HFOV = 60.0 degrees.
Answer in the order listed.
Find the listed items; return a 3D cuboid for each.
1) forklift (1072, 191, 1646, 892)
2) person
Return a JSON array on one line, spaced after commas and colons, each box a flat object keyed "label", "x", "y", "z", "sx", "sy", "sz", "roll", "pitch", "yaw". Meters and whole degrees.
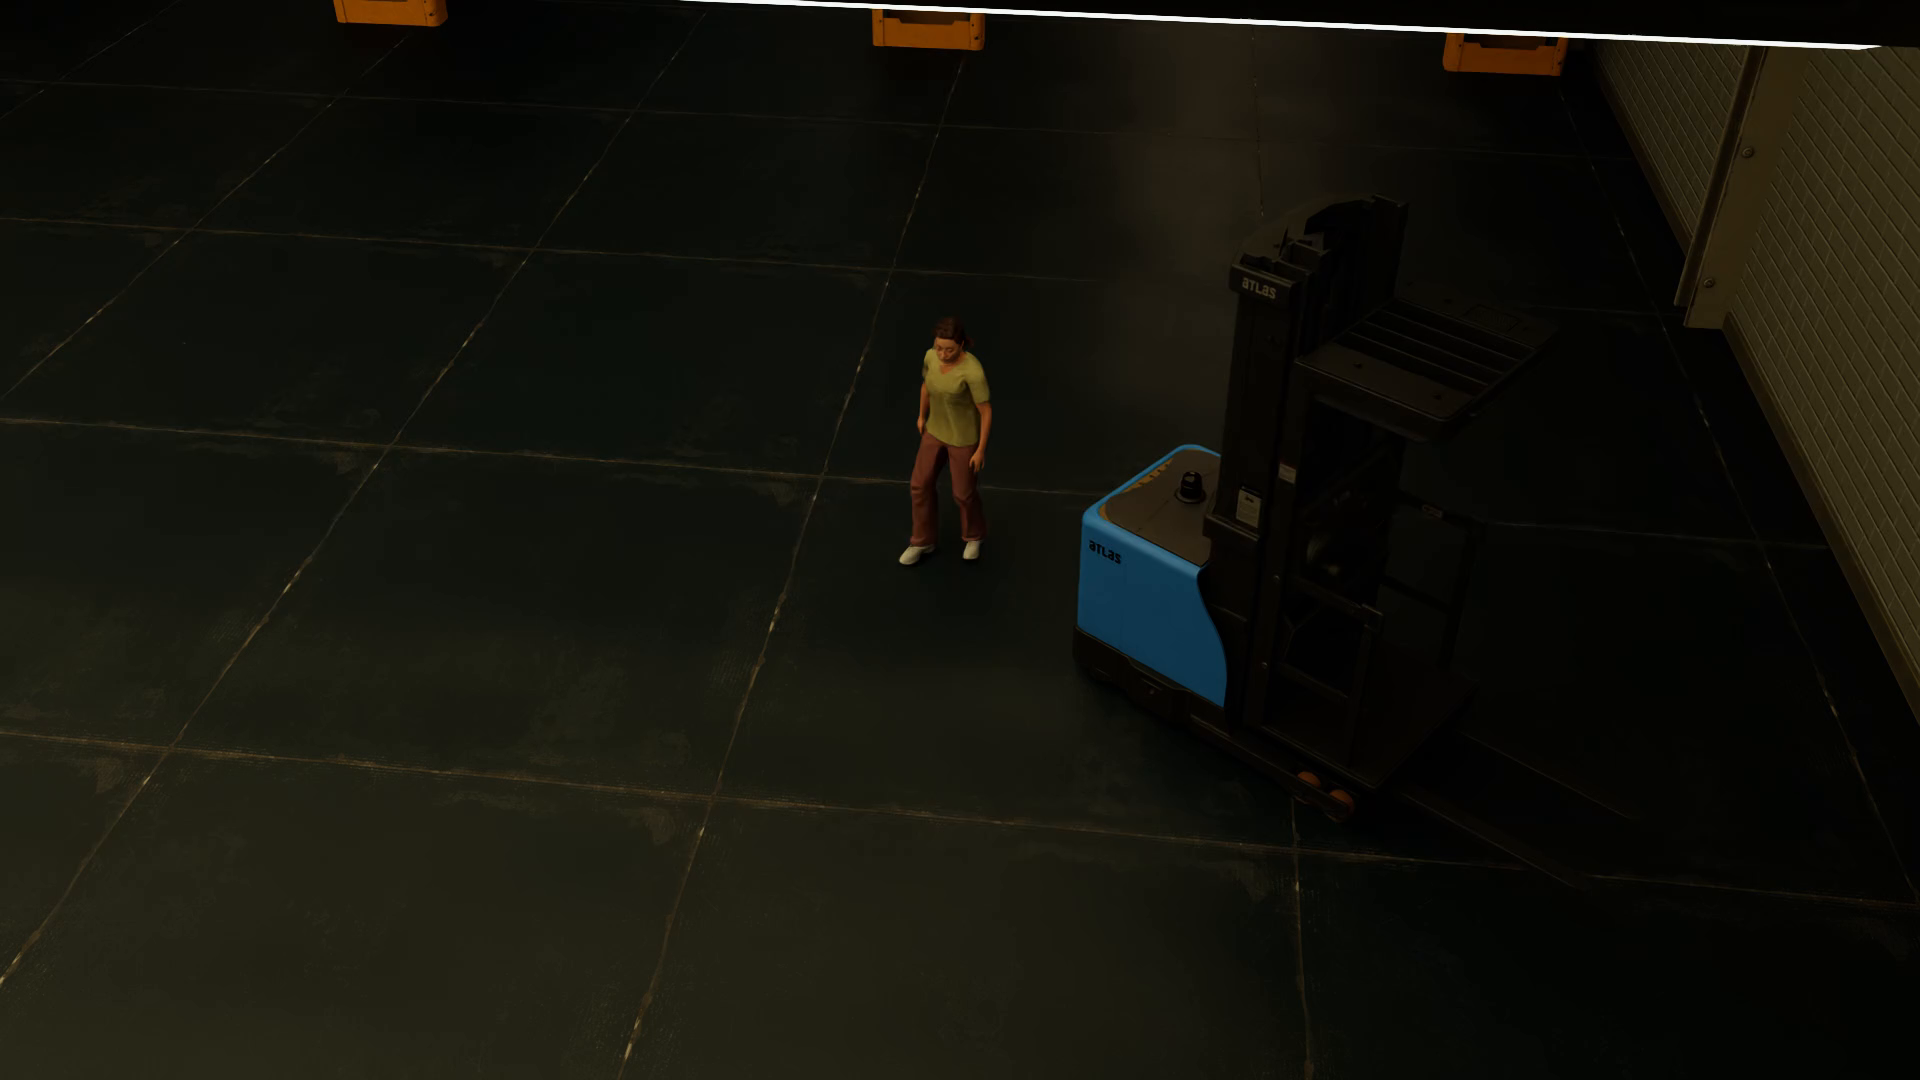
[{"label": "forklift", "x": 2.069, "y": -0.086, "z": 8.147, "sx": 3.031, "sy": 2.935, "sz": 1.130, "roll": 28, "pitch": 45, "yaw": 33}, {"label": "person", "x": -0.087, "y": -0.581, "z": 9.894, "sx": 0.588, "sy": 1.656, "sz": 0.587, "roll": 24, "pitch": 43, "yaw": 29}]
